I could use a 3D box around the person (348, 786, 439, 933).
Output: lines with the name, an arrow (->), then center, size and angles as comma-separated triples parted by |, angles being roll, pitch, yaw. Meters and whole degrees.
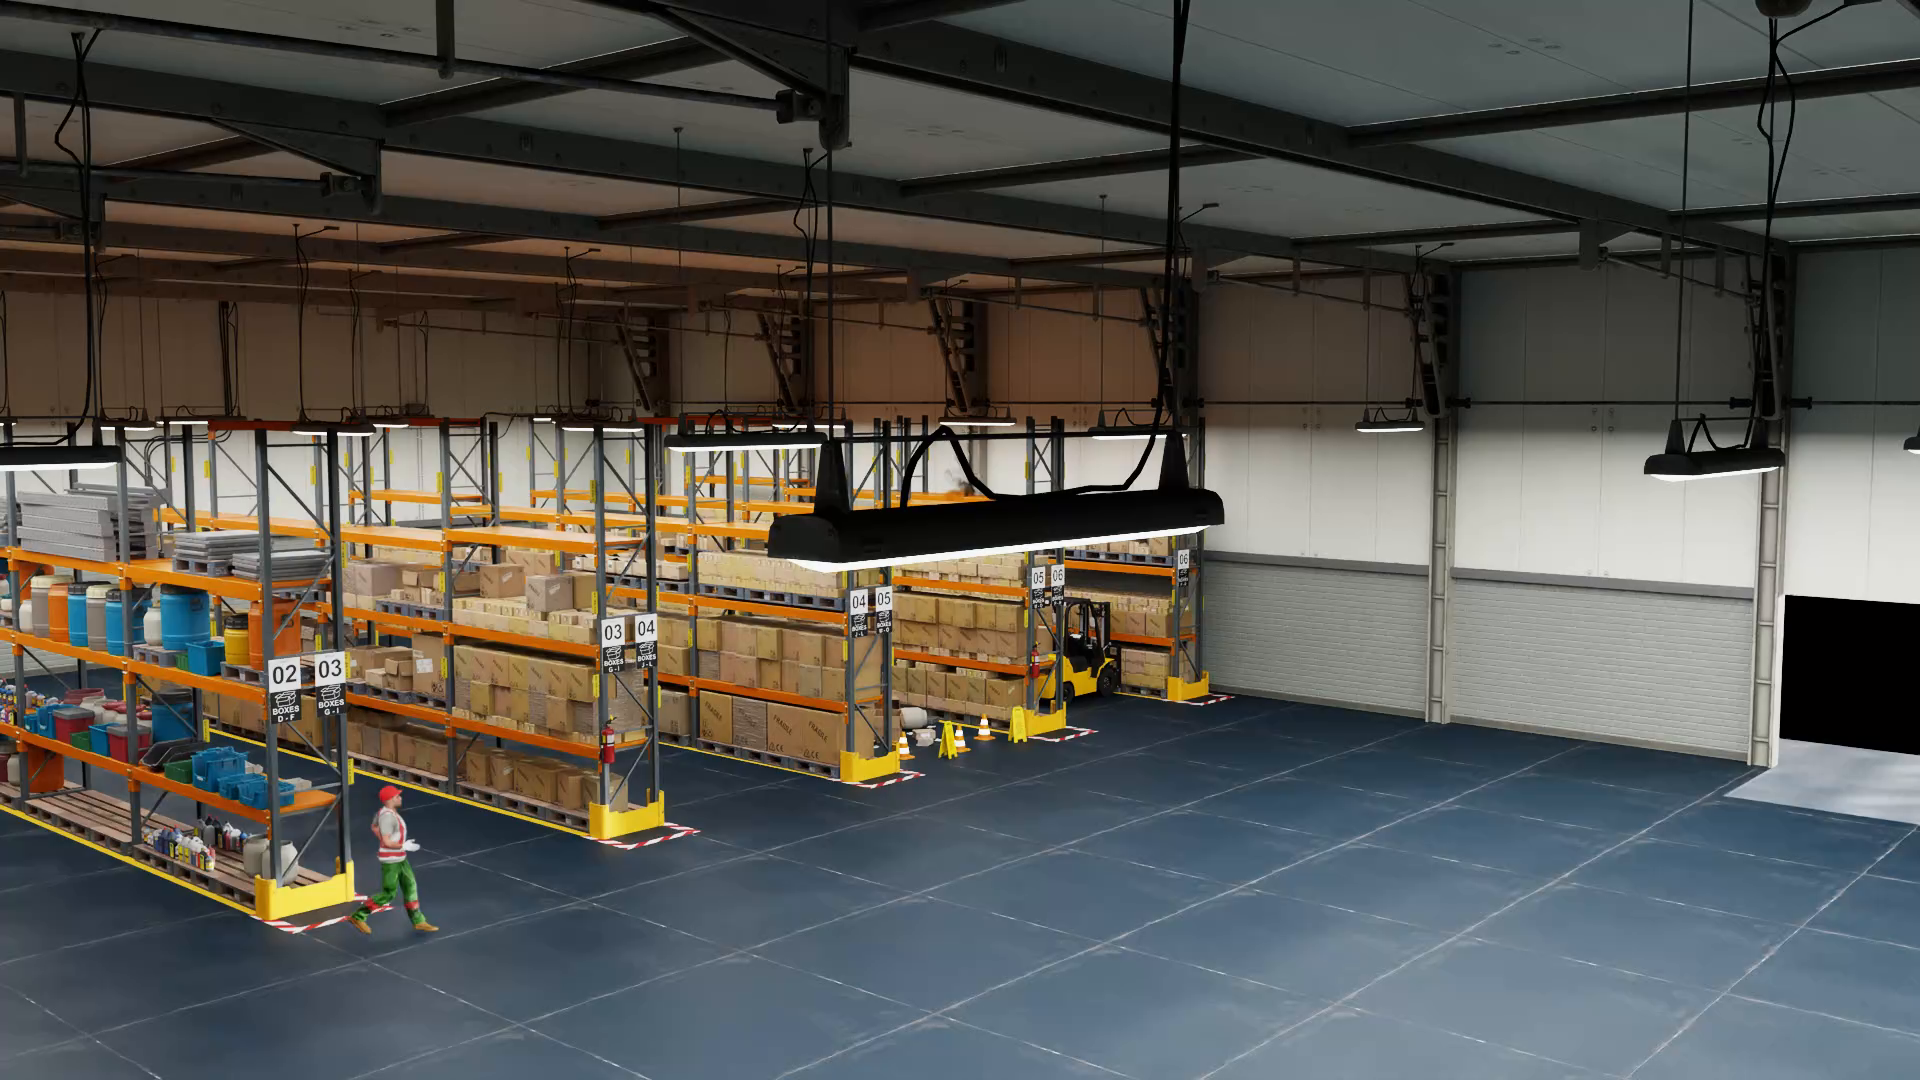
person -> -6.718, 3.794, 19.695 | 1.008, 1.783, 0.693 | -1, 5, -14
